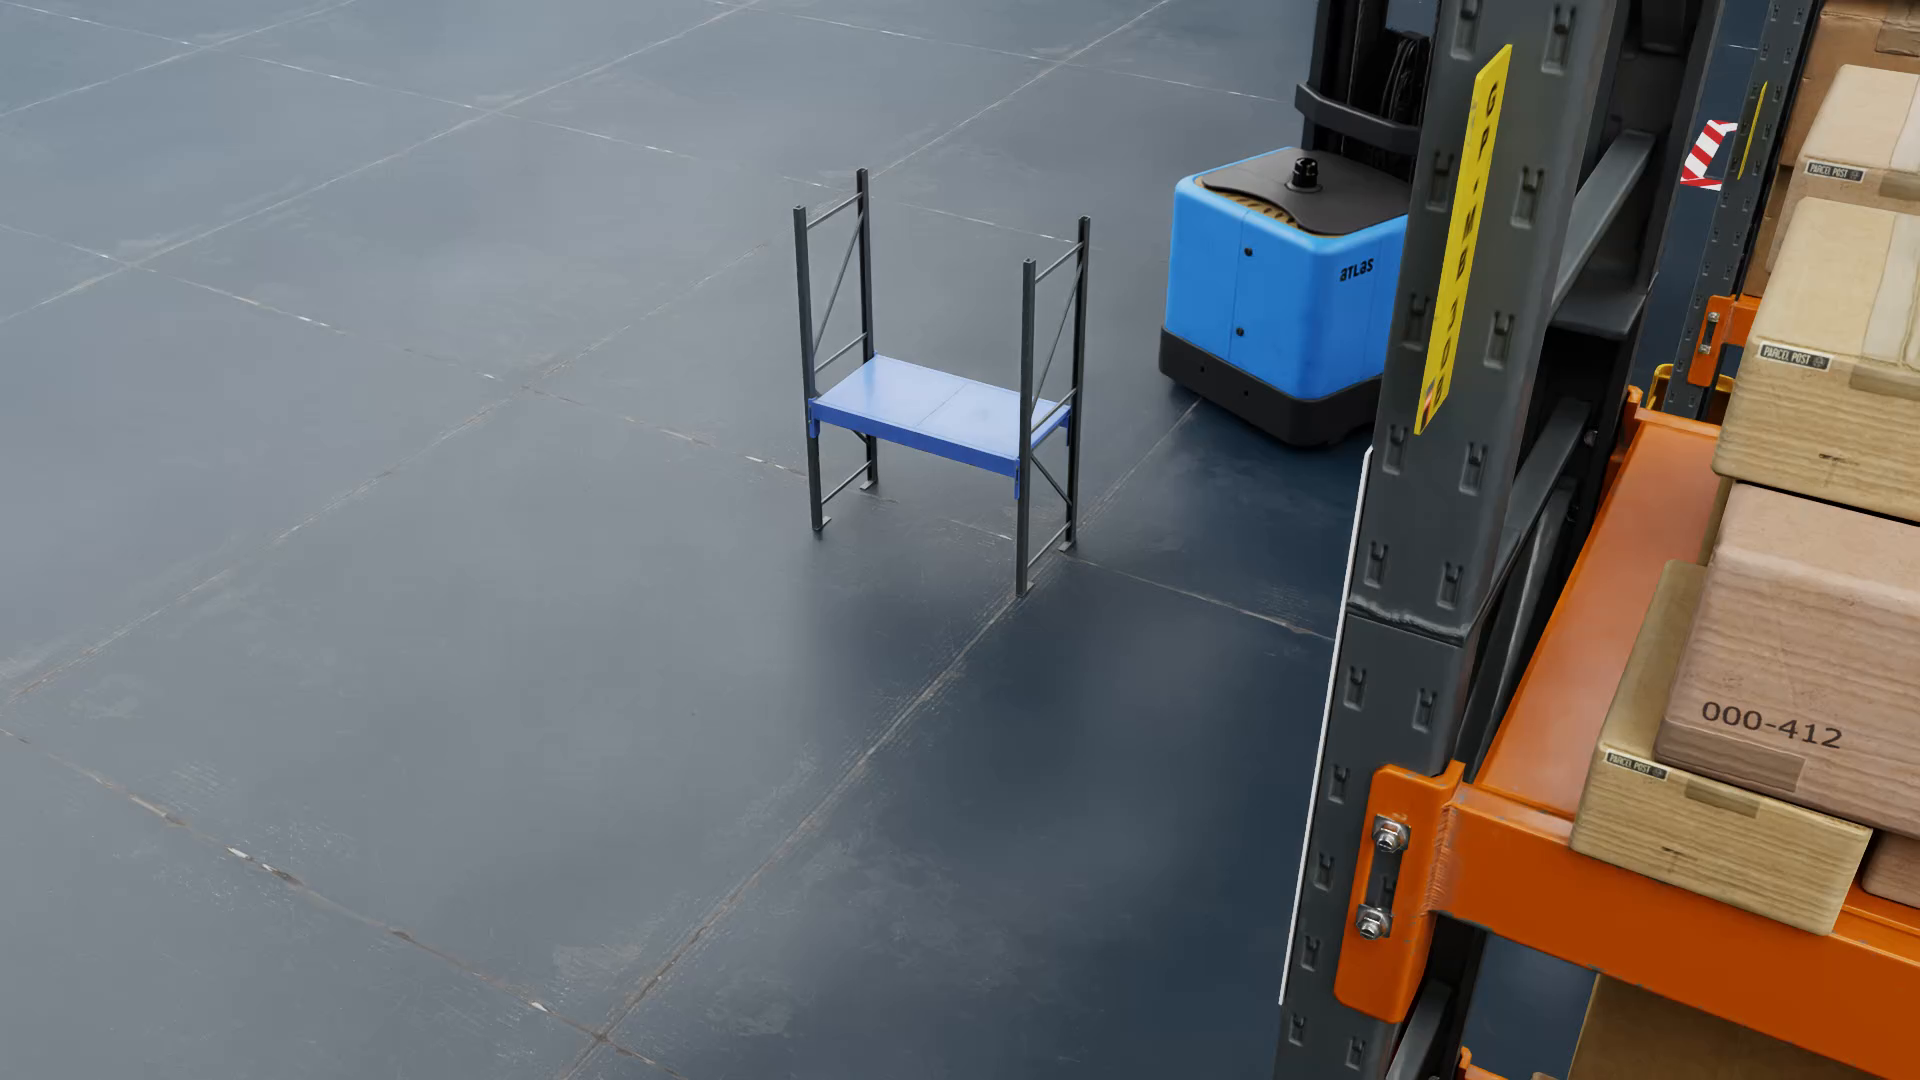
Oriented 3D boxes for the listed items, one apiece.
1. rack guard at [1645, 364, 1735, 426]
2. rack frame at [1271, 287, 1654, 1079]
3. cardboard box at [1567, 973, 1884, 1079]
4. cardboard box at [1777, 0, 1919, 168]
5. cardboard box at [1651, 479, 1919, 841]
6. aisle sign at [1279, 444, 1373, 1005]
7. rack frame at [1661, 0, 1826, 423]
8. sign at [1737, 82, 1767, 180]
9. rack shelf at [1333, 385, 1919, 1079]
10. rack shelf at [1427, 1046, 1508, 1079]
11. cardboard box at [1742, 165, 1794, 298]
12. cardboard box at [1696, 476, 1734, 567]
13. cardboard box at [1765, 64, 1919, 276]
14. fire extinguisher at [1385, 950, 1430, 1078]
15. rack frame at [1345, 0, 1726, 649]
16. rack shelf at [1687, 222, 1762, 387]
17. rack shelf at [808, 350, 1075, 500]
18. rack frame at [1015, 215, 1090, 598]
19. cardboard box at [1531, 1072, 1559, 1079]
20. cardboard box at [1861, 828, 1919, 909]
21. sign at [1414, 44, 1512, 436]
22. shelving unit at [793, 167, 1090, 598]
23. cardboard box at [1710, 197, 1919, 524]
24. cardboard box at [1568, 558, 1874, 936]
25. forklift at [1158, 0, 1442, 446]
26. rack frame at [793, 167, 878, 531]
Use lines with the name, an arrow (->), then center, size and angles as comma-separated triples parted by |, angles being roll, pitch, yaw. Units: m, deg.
rack guard -> 3.047, -0.276, 7.214 | 0.348, 0.500, 1.175 | 18, 37, 24
rack frame -> 0.700, 1.100, 2.892 | 0.127, 3.000, 1.000 | 18, 37, 24
cardboard box -> 1.252, 0.554, 2.452 | 0.500, 0.500, 0.700 | 17, 37, 23
cardboard box -> 3.371, -1.701, 5.989 | 0.550, 0.550, 0.875 | 18, 37, 24
cardboard box -> 1.004, 0.056, 1.620 | 0.500, 0.250, 0.500 | 17, 37, 24
aisle sign -> 0.492, 0.150, 1.973 | 0.004, 0.787, 0.394 | 18, 37, 24
rack frame -> 3.068, -1.310, 6.511 | 0.127, 3.000, 1.000 | 18, 37, 24
sign -> 2.787, -1.438, 5.850 | 0.005, 0.325, 0.100 | 18, 37, 24
rack shelf -> 2.436, 0.701, 1.434 | 4.000, 0.370, 1.077 | 18, 37, 24
rack shelf -> 2.436, 1.949, 2.265 | 4.000, 0.370, 1.077 | 18, 37, 24
cardboard box -> 3.413, -1.292, 6.349 | 0.550, 0.550, 0.875 | 18, 37, 24
cardboard box -> 1.148, -0.081, 2.185 | 0.250, 0.149, 0.380 | 18, 38, 25
cardboard box -> 1.140, -0.425, 1.983 | 0.250, 0.149, 0.380 | 18, 38, 25
fire extinguisher -> 0.829, 0.879, 3.294 | 0.183, 0.674, 0.296 | 18, 37, 24
rack frame -> 0.700, -1.397, 1.229 | 0.127, 3.000, 1.000 | 18, 37, 24
rack shelf -> 4.804, -0.461, 5.884 | 4.000, 0.370, 1.077 | 18, 37, 24
rack shelf -> -0.074, -0.498, 6.969 | 1.000, 0.185, 0.538 | 18, 37, 24
rack frame -> 0.367, -0.508, 6.660 | 0.032, 1.500, 0.500 | 18, 37, 24
cardboard box -> 0.973, 1.198, 2.386 | 0.500, 0.500, 0.500 | 17, 37, 24
cardboard box -> 1.099, 0.233, 1.715 | 0.250, 0.149, 0.380 | 16, 37, 23
sign -> 0.431, -0.251, 1.426 | 0.005, 0.325, 0.100 | 18, 37, 24
shelving unit -> -0.074, -0.648, 6.870 | 1.048, 1.500, 0.538 | 18, 37, 24
cardboard box -> 0.907, -0.180, 1.615 | 0.250, 0.149, 0.380 | 17, 37, 24
cardboard box -> 0.827, 0.203, 1.759 | 0.250, 0.149, 0.380 | 18, 38, 24
forklift -> 2.491, -2.308, 8.072 | 3.031, 2.935, 1.130 | -22, 40, -30
rack frame -> -0.515, -0.788, 7.079 | 0.032, 1.500, 0.500 | 18, 37, 24
